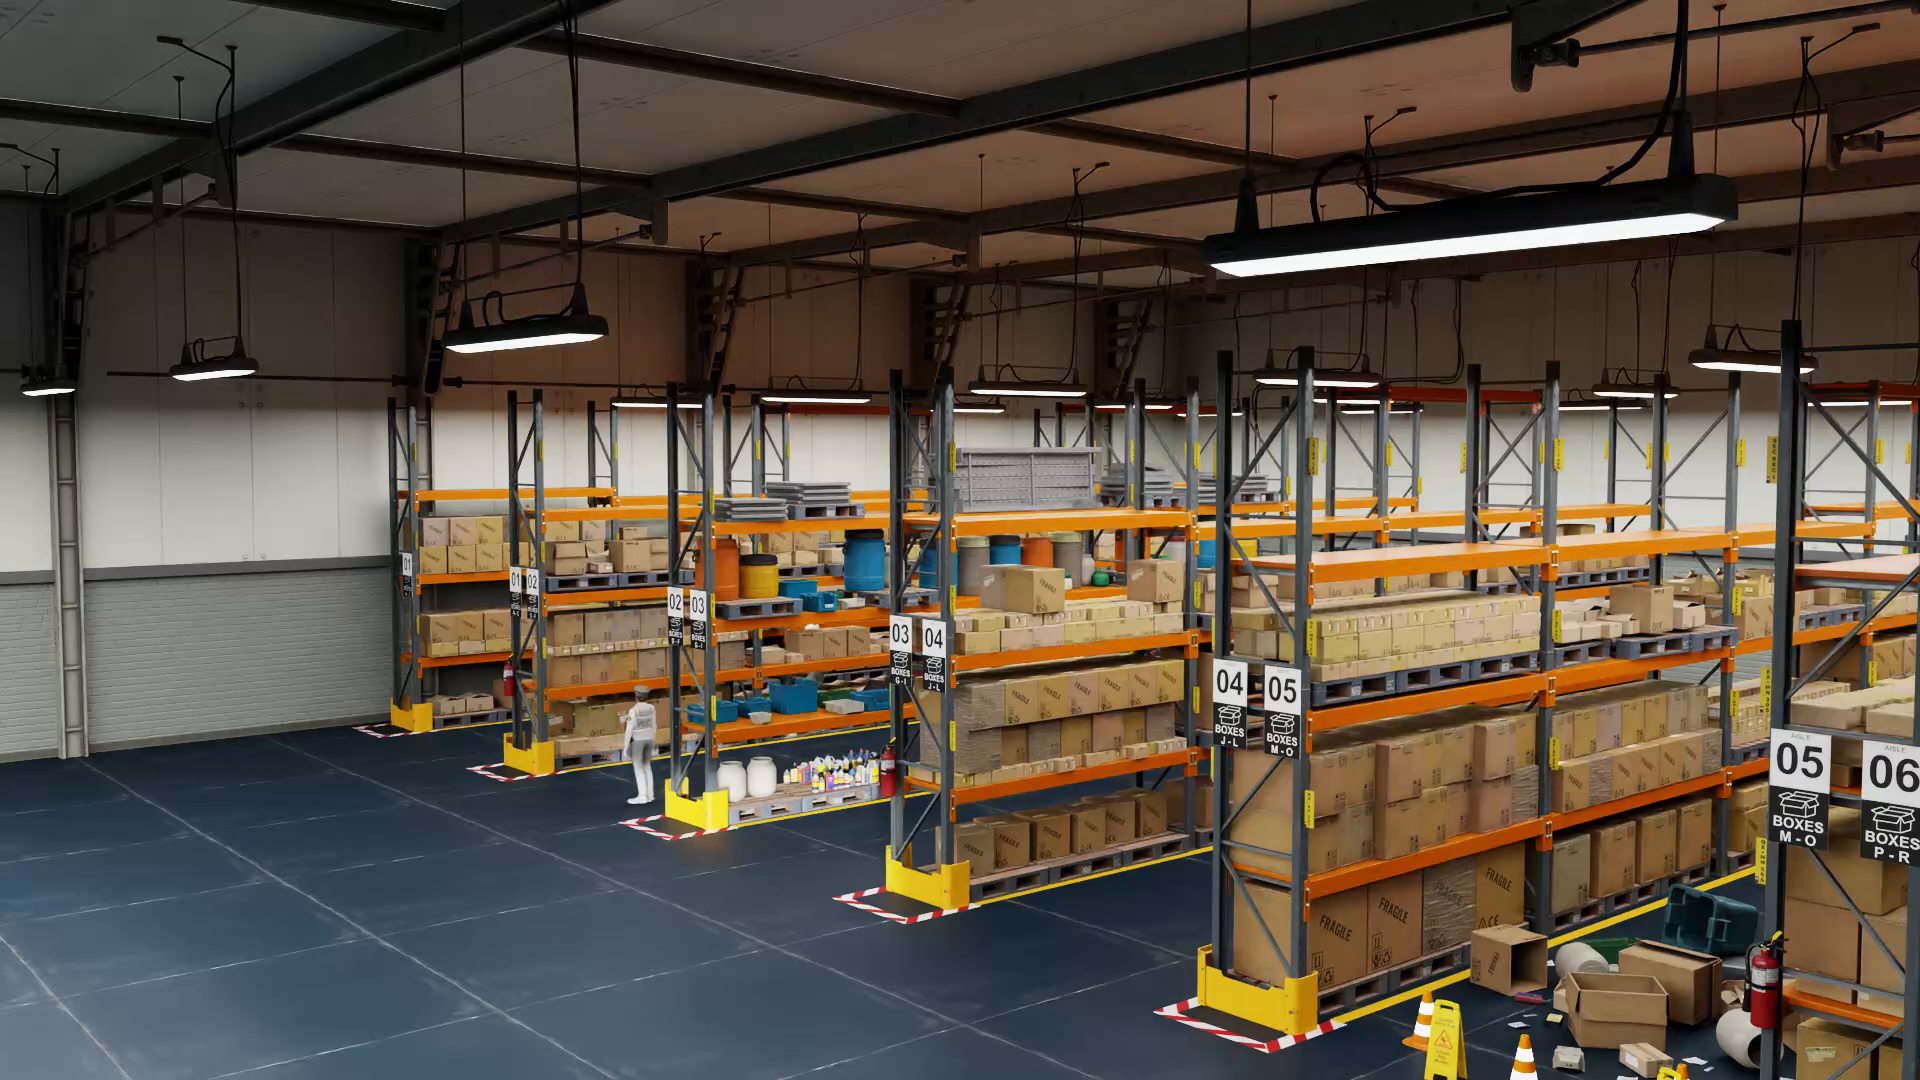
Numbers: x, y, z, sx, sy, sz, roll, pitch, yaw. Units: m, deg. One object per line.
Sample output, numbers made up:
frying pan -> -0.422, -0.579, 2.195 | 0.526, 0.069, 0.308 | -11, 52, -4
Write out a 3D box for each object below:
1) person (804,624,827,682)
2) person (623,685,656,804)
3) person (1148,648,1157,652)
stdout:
person -> -2.959, 2.298, 33.791 | 0.505, 1.778, 0.564 | 0, 3, 0
person -> -4.594, 2.943, 23.849 | 0.367, 1.725, 0.576 | 2, 4, 35
person -> 4.536, 2.021, 38.960 | 0.598, 1.808, 0.459 | 0, 3, 1
